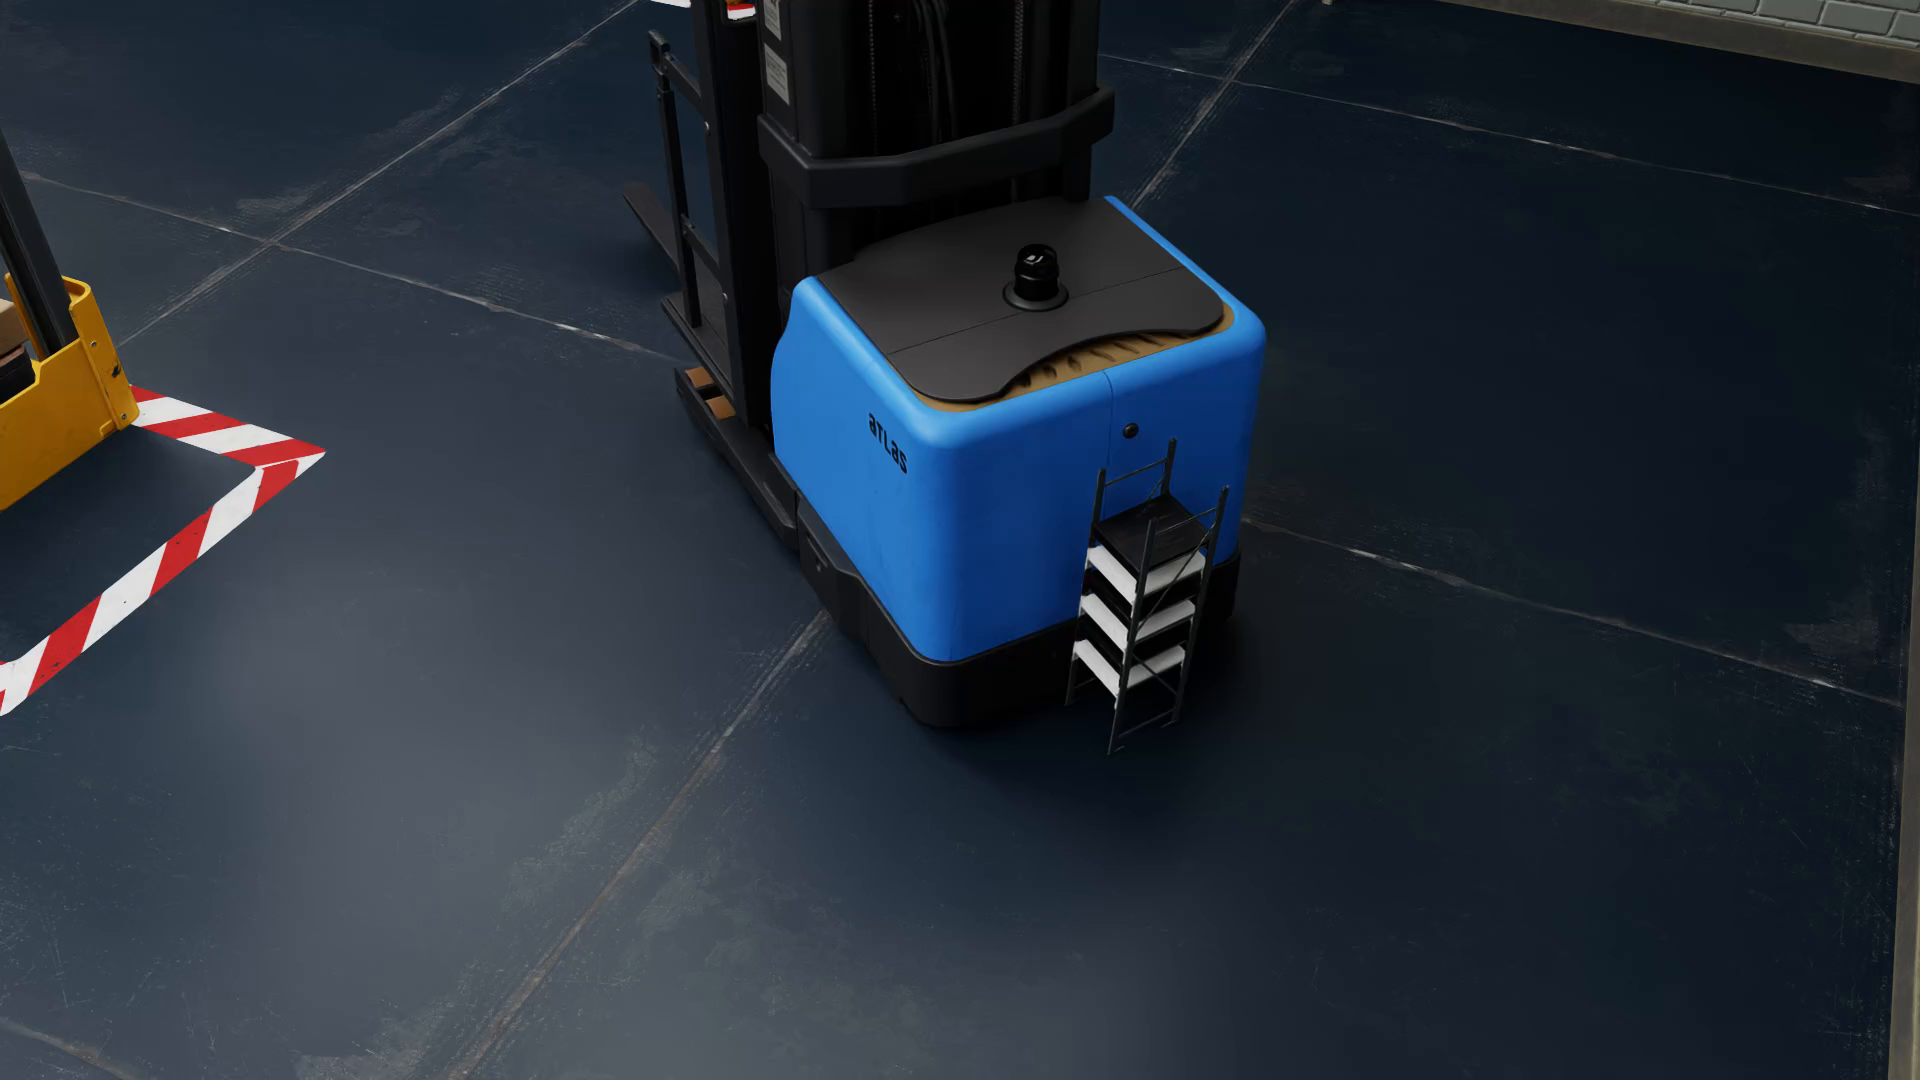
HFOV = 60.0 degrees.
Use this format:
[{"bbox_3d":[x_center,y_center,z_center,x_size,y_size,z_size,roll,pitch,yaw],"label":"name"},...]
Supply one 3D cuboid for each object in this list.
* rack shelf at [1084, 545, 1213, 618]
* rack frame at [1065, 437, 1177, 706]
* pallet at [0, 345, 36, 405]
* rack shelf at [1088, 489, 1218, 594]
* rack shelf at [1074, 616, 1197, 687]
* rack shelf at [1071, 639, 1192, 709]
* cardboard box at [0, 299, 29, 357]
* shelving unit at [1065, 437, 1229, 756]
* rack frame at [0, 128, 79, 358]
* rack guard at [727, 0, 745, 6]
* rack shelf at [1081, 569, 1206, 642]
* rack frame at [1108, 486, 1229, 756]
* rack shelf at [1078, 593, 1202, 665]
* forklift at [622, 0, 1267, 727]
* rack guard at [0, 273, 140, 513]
[{"bbox_3d":[0.481,0.064,4.254,0.258,0.077,0.200,-23,51,-24],"label":"rack shelf"},{"bbox_3d":[0.419,0.106,4.416,0.240,0.900,0.006,-23,51,-24],"label":"rack frame"},{"bbox_3d":[-3.940,-0.448,5.606,1.213,0.211,1.003,17,44,19],"label":"pallet"},{"bbox_3d":[0.485,0.001,4.190,0.258,0.077,0.200,-23,51,-24],"label":"rack shelf"},{"bbox_3d":[0.468,0.255,4.444,0.258,0.077,0.200,-23,51,-24],"label":"rack shelf"},{"bbox_3d":[0.464,0.319,4.508,0.258,0.077,0.200,-23,51,-24],"label":"rack shelf"},{"bbox_3d":[-3.383,-0.670,5.573,0.250,0.149,0.380,17,44,19],"label":"cardboard box"},{"bbox_3d":[0.474,0.168,4.357,0.258,0.900,0.210,-23,51,-24],"label":"shelving unit"},{"bbox_3d":[-3.148,-1.261,4.414,0.127,3.000,1.000,17,44,19],"label":"rack frame"},{"bbox_3d":[-1.036,-3.251,8.619,0.348,0.500,1.175,17,44,19],"label":"rack guard"},{"bbox_3d":[0.477,0.128,4.317,0.258,0.077,0.200,-23,51,-24],"label":"rack shelf"},{"bbox_3d":[0.529,0.230,4.299,0.240,0.900,0.006,-23,51,-24],"label":"rack frame"},{"bbox_3d":[0.473,0.192,4.381,0.258,0.077,0.200,-23,51,-24],"label":"rack shelf"},{"bbox_3d":[-0.323,-1.553,4.804,1.130,2.935,3.031,-19,44,-21],"label":"forklift"},{"bbox_3d":[-3.217,-0.337,5.257,0.348,0.500,1.175,17,44,19],"label":"rack guard"}]
